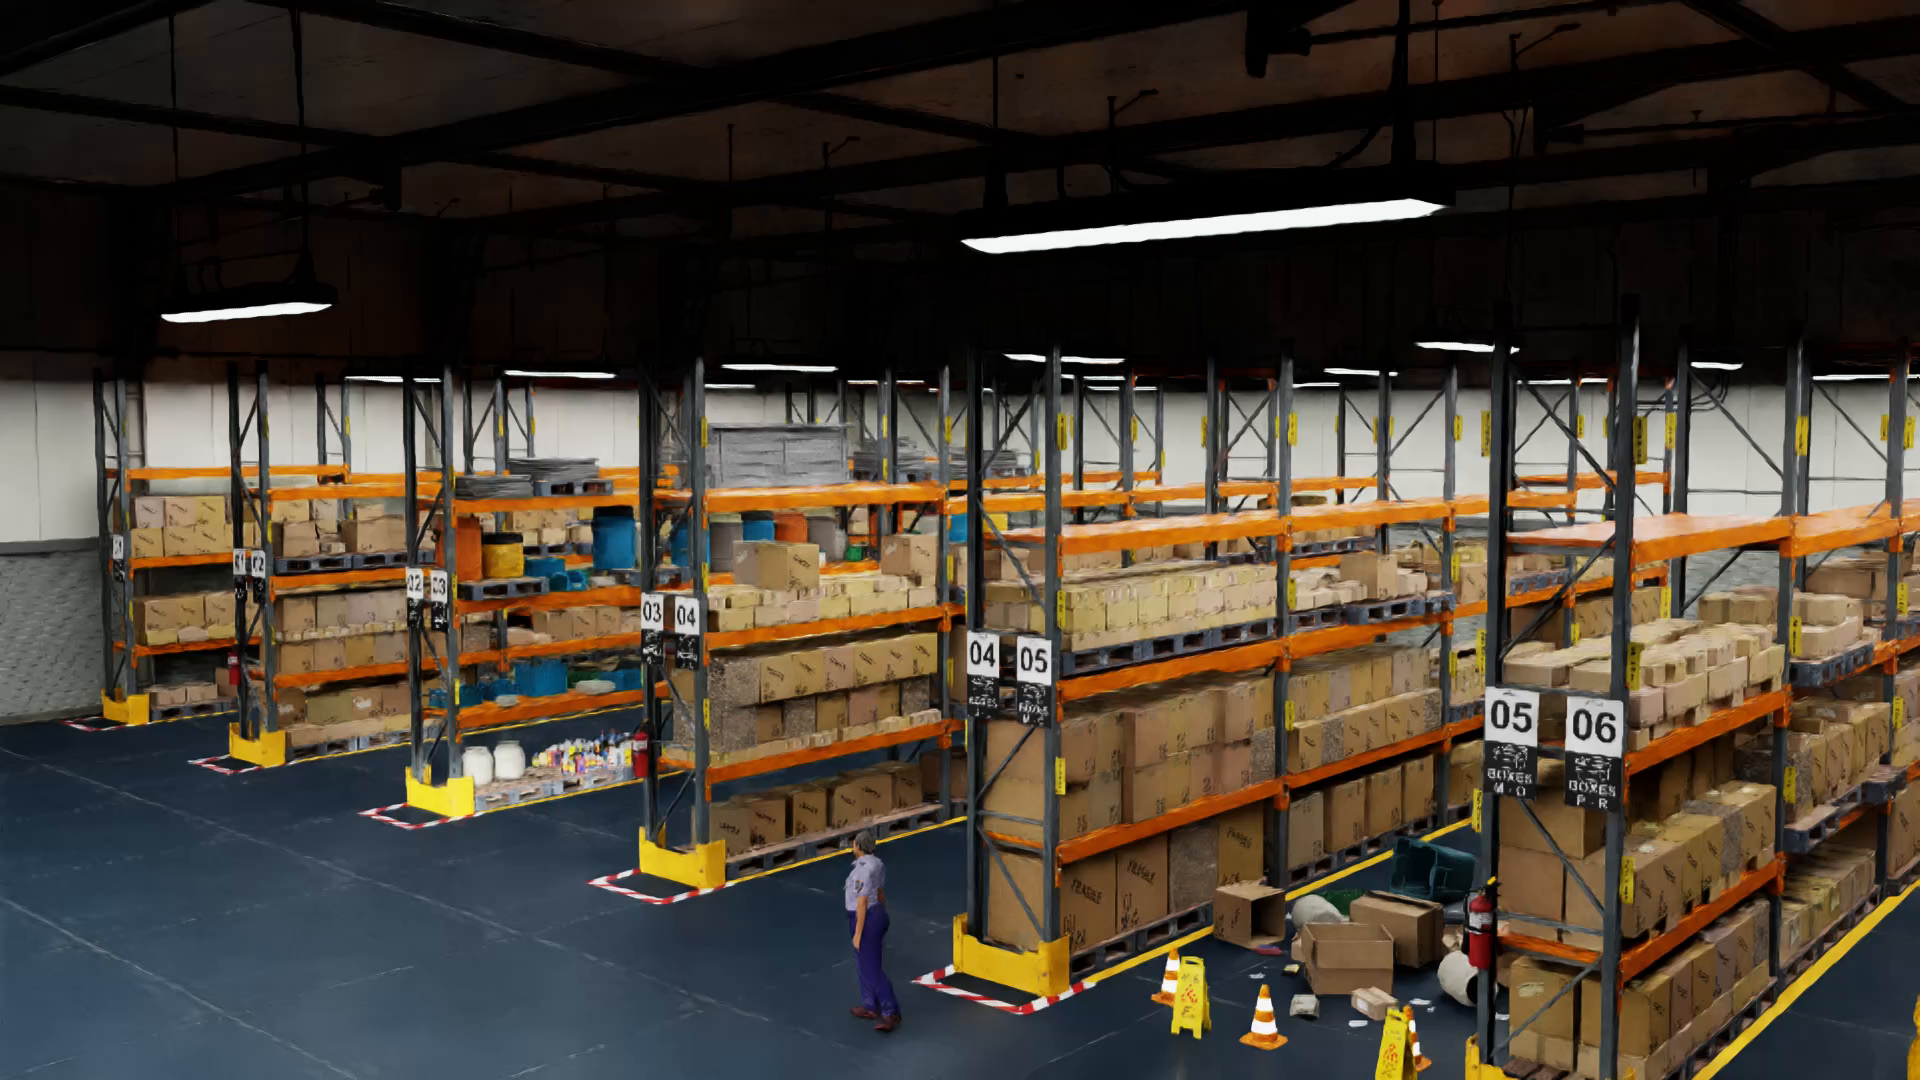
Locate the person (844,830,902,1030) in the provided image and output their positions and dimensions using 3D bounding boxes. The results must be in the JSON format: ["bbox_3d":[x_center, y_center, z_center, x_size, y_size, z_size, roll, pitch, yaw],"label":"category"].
[{"bbox_3d":[-0.735,3.310,14.228,0.530,1.636,0.594,1,4,14],"label":"person"}]
